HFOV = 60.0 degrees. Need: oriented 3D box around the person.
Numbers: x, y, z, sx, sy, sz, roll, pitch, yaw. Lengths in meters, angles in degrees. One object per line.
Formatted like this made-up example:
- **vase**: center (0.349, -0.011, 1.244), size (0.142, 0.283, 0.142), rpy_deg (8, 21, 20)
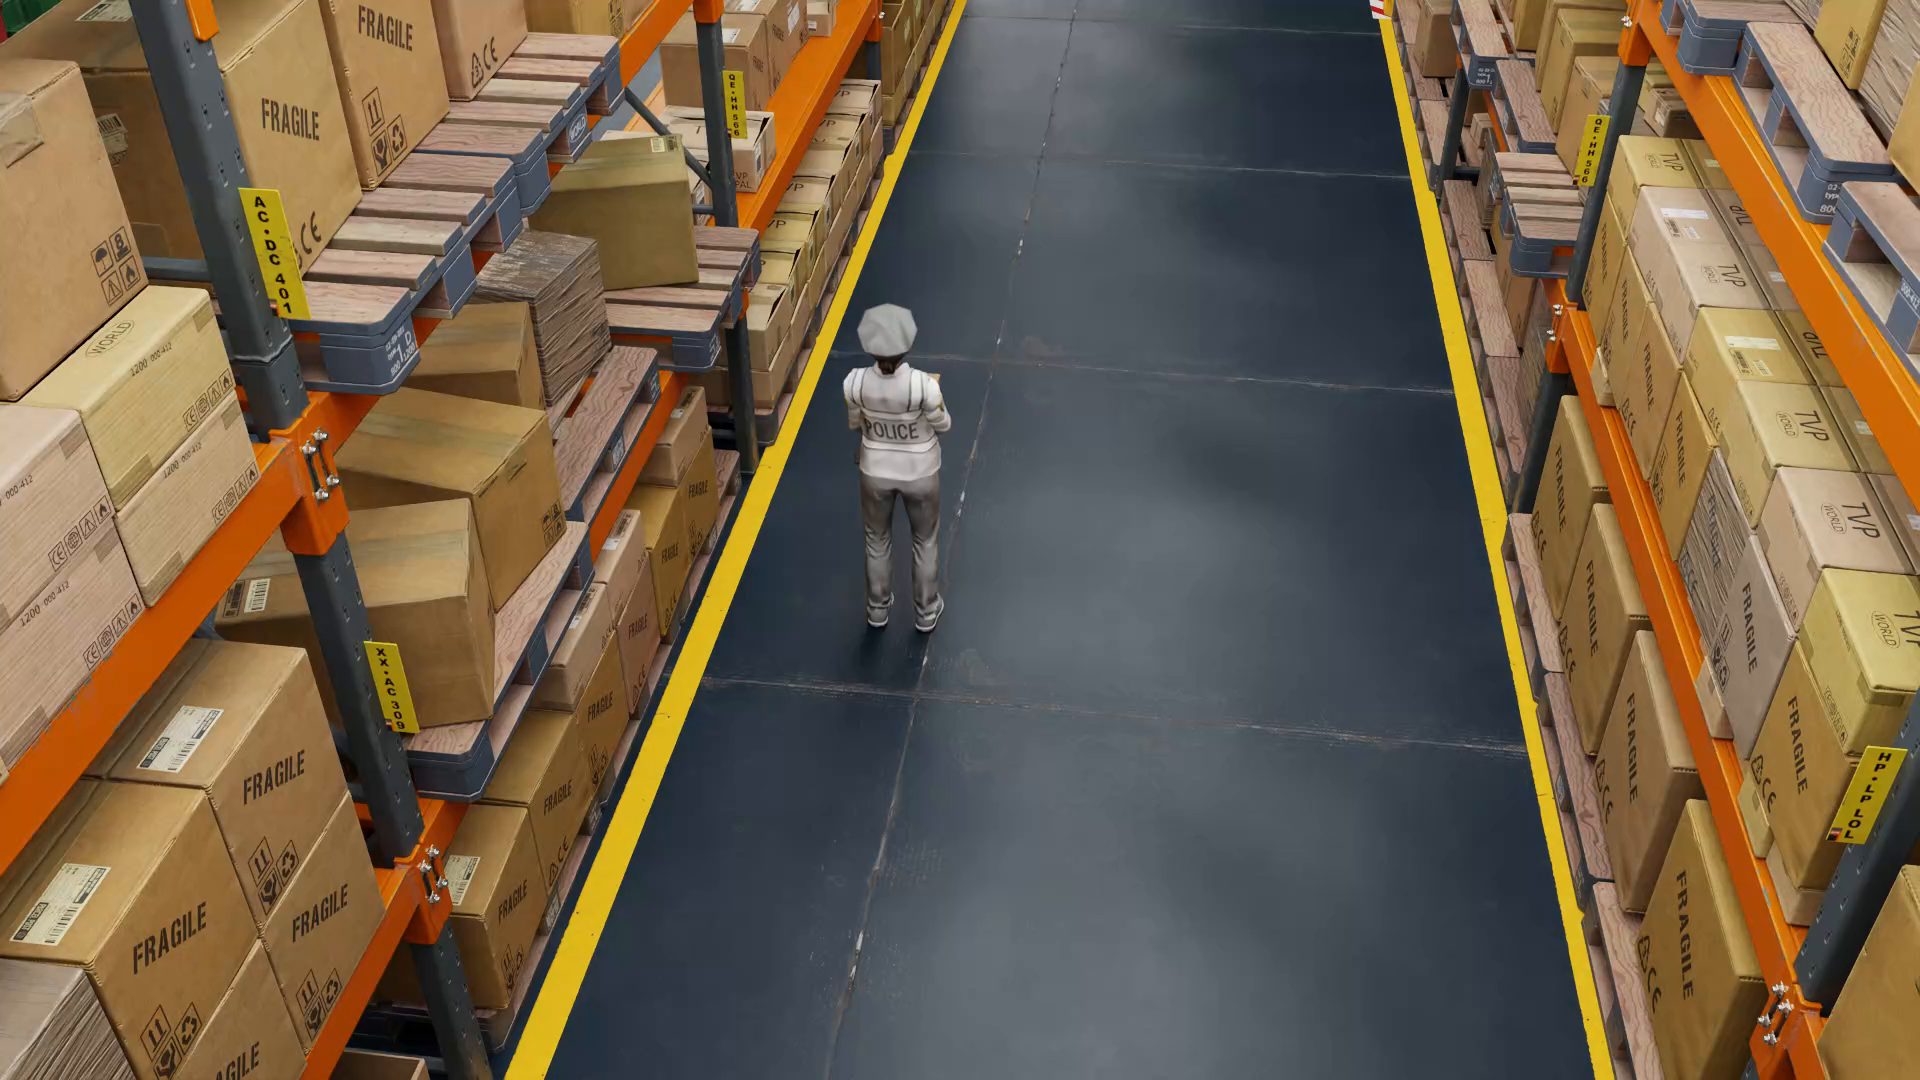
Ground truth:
- **person**: center (-0.266, -0.348, 7.490), size (0.460, 1.686, 0.564), rpy_deg (5, 37, 6)
